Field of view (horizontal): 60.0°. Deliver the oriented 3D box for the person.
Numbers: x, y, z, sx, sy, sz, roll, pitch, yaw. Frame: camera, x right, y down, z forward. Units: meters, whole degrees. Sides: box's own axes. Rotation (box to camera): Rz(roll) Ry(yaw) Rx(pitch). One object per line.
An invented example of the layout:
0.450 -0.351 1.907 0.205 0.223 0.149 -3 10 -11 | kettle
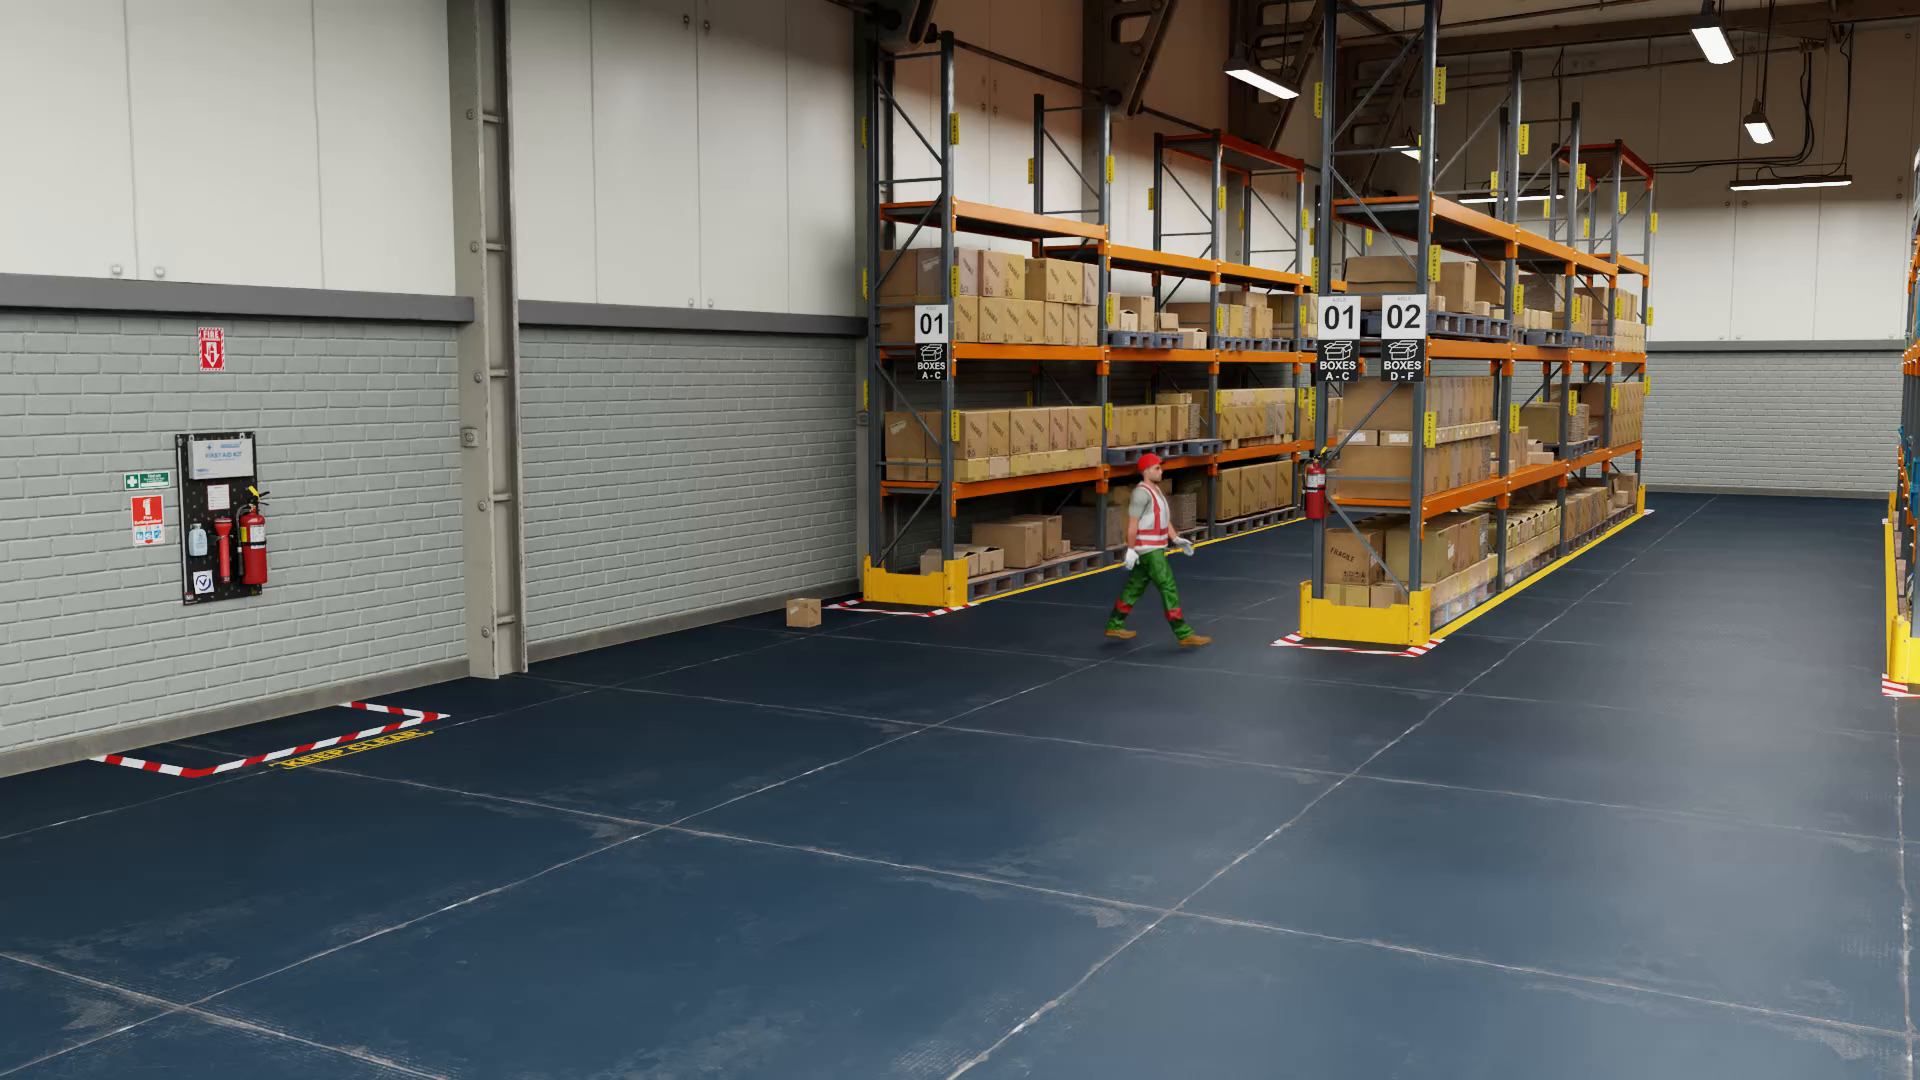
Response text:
1.815 0.076 15.120 1.038 1.733 0.547 2 6 20 | person
